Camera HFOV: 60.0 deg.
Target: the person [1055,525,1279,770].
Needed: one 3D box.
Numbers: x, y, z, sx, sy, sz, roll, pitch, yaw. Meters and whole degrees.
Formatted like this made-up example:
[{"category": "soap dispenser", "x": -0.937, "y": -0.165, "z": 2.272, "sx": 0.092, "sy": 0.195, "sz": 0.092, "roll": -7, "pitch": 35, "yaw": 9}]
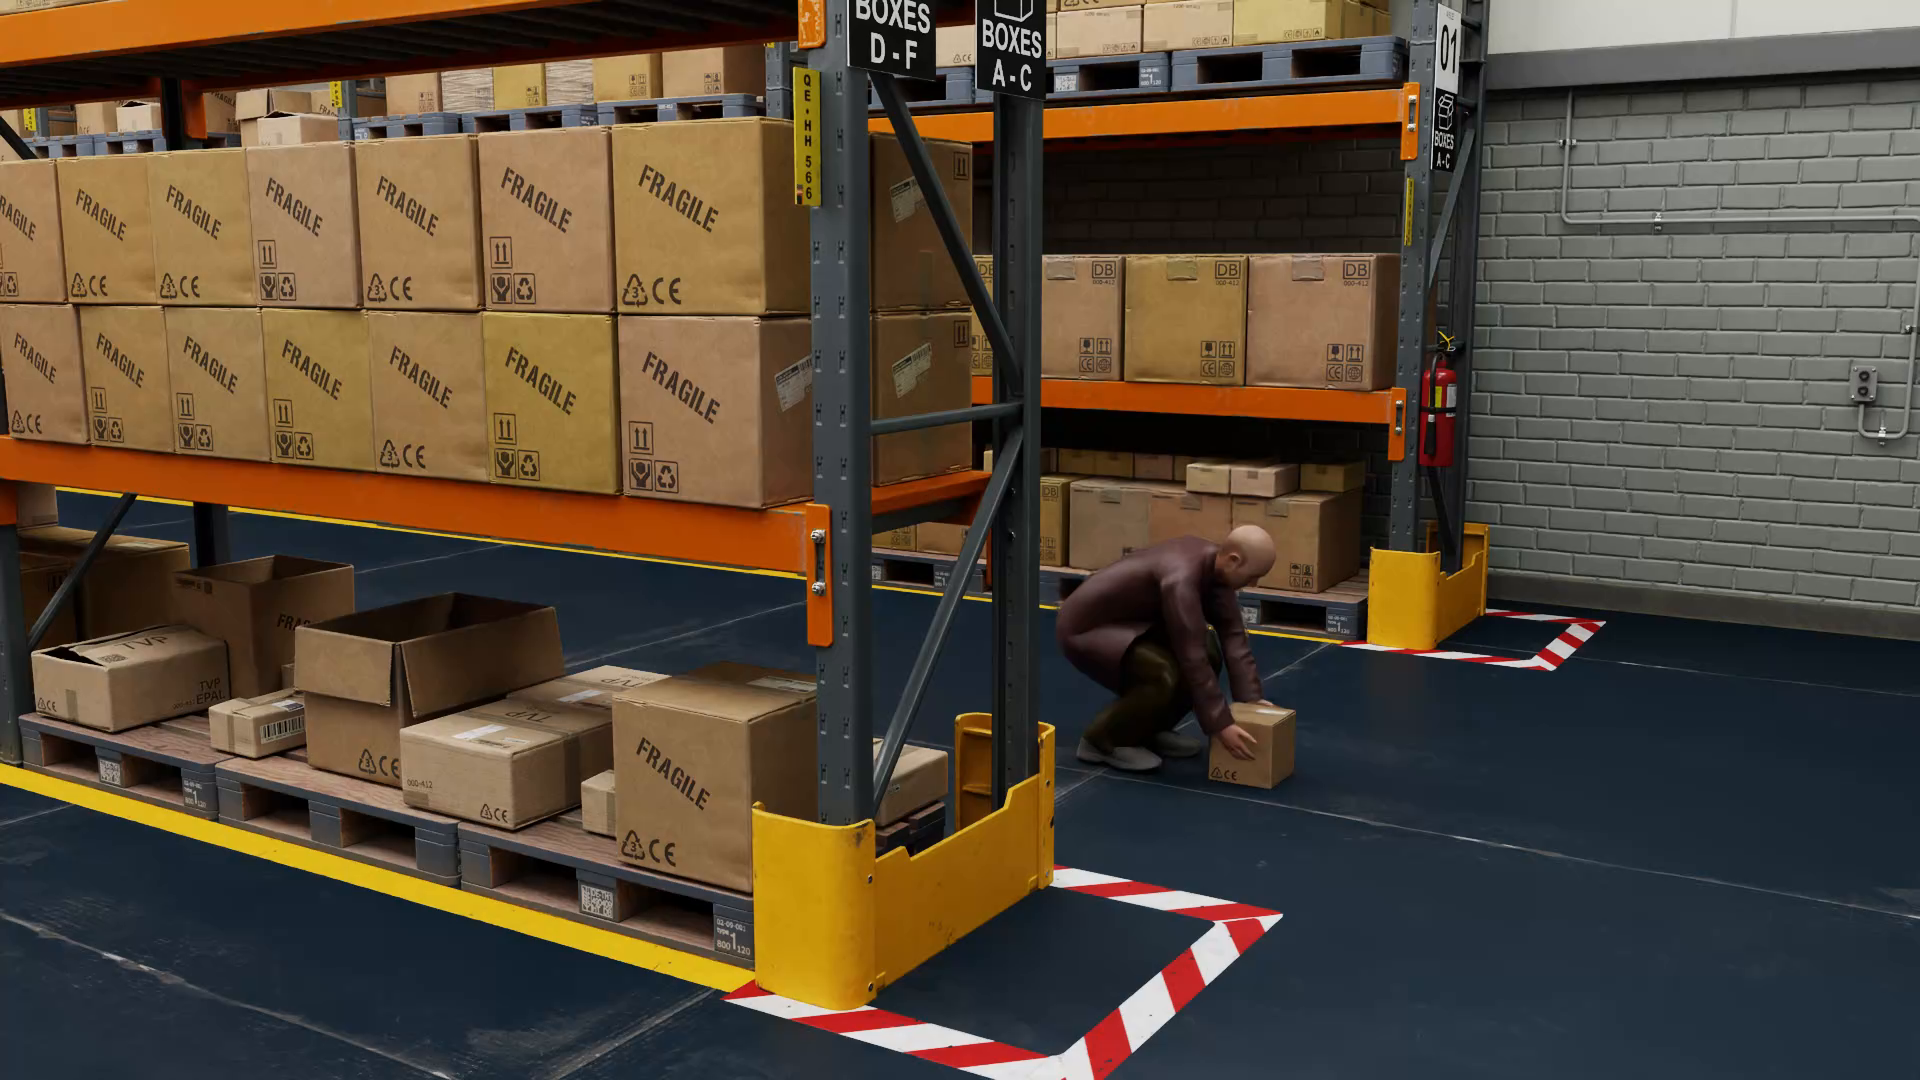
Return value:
[{"category": "person", "x": 0.809, "y": 0.401, "z": 6.503, "sx": 0.900, "sy": 0.961, "sz": 0.609, "roll": 6, "pitch": 11, "yaw": 31}]
